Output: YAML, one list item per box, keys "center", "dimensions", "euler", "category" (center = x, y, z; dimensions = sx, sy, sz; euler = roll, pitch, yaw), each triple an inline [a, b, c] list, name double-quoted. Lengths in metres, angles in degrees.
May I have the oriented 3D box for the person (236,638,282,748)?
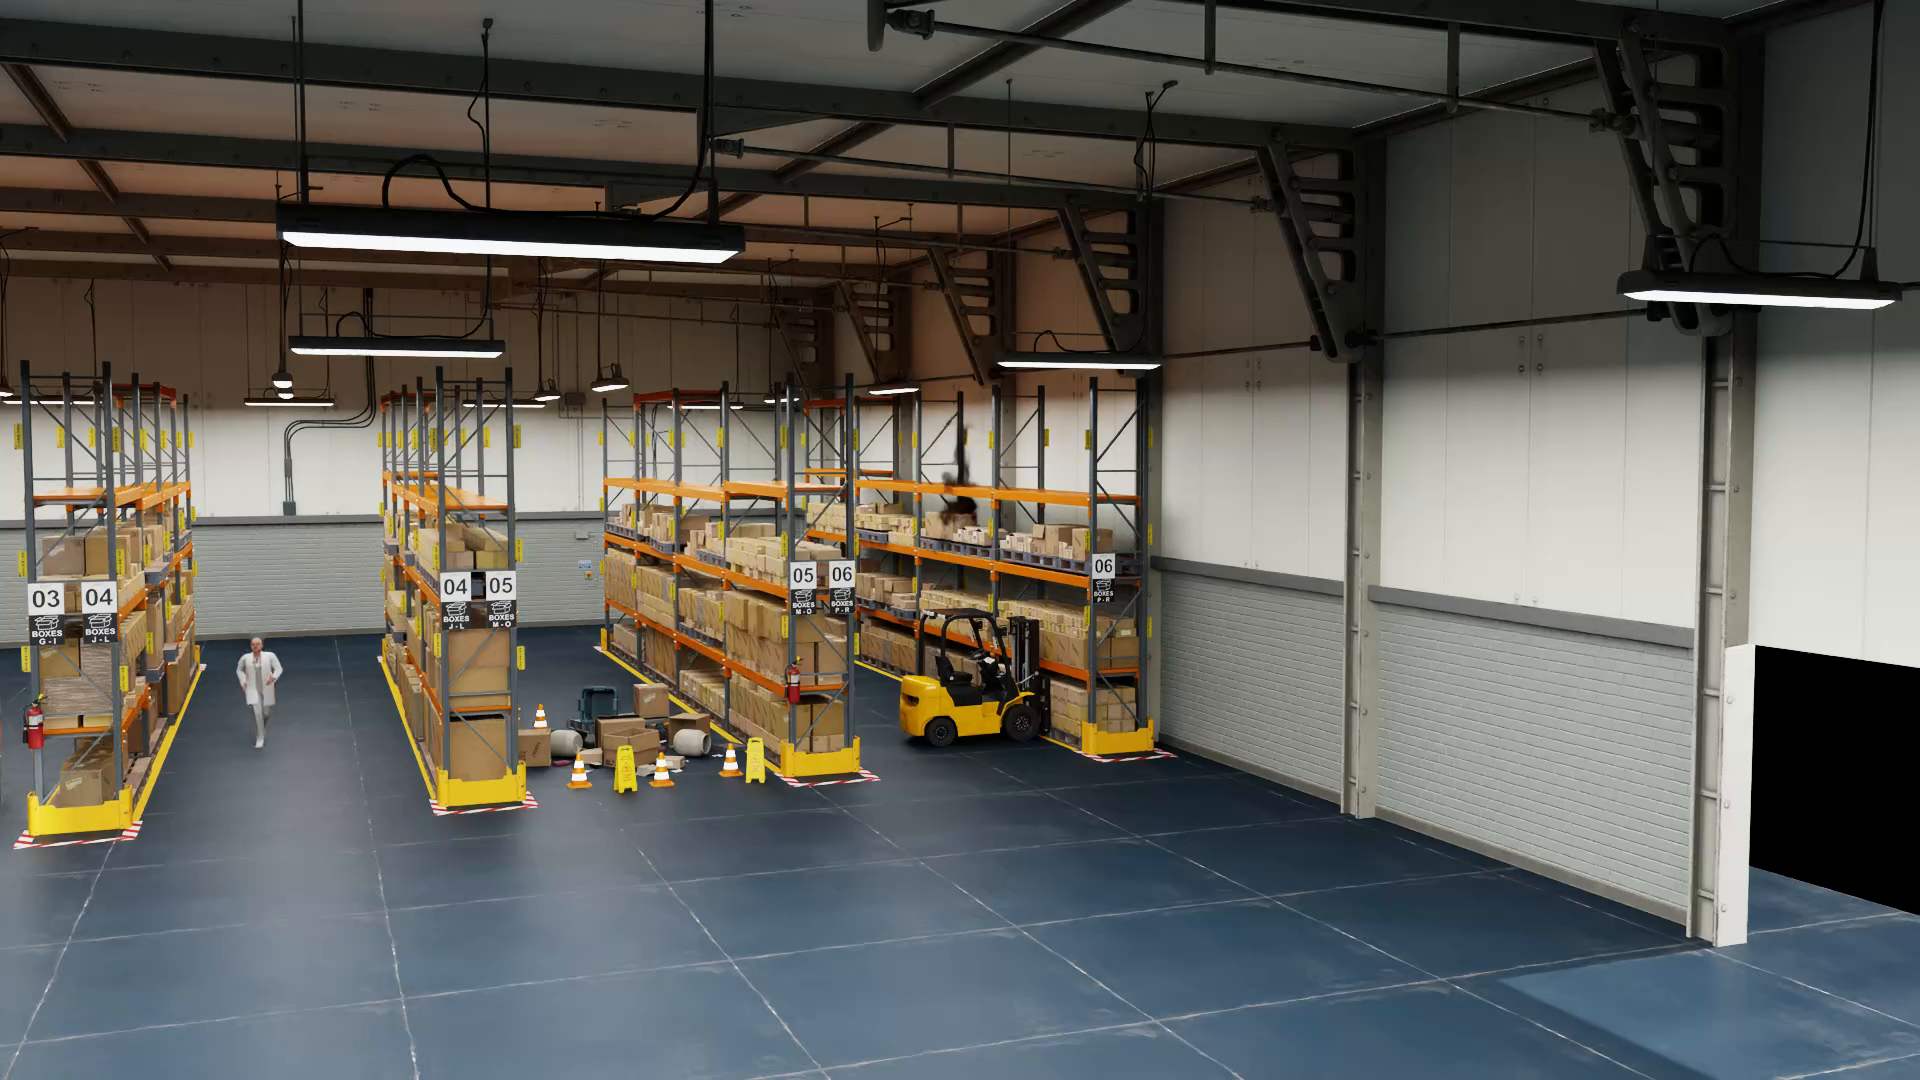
- center: [-11.519, 2.488, 27.353]
  dimensions: [0.705, 1.772, 0.836]
  euler: [-1, 4, -22]
  category: "person"
